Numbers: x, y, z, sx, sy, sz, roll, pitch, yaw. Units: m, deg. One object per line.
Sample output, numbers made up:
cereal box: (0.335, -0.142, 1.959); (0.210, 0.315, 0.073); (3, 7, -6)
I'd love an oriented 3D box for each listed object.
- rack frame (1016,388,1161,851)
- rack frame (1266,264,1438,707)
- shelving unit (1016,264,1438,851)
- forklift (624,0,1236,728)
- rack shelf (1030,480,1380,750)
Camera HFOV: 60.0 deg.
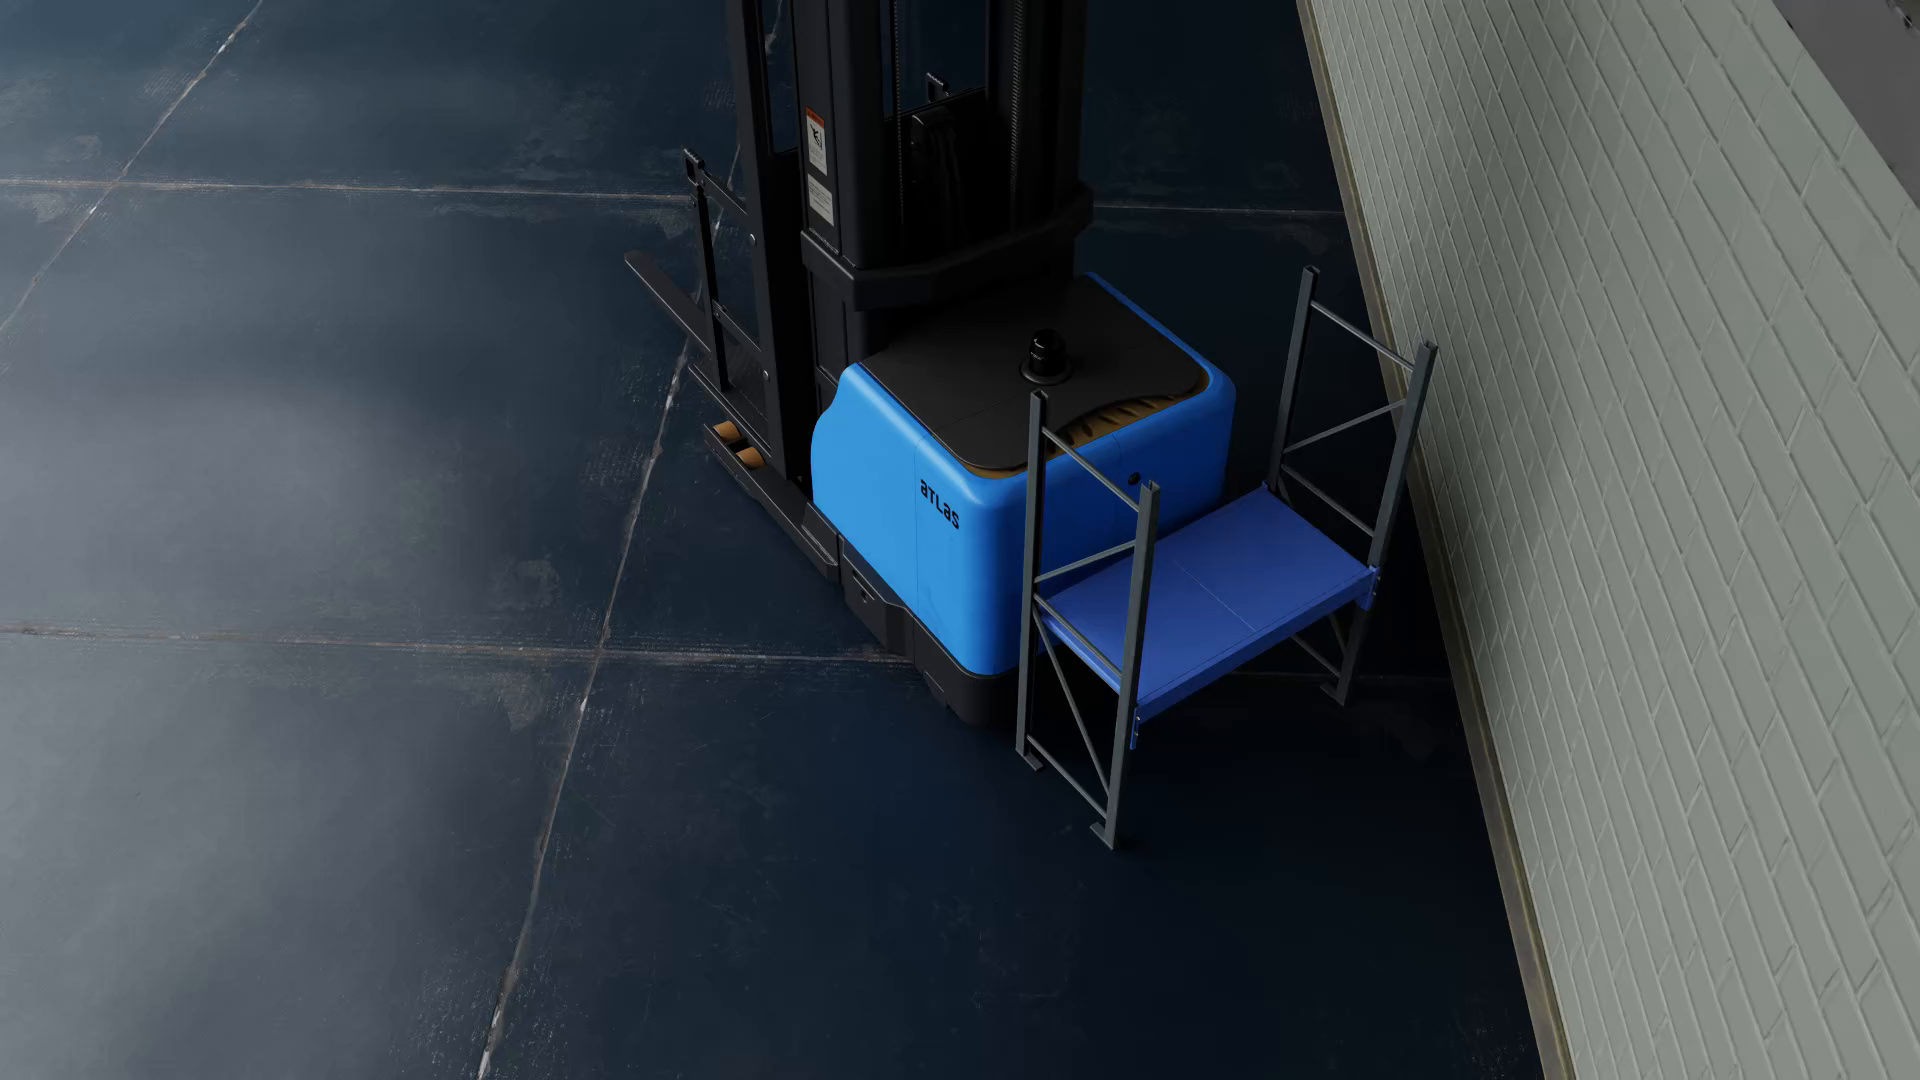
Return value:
rack frame: (0.346, 0.282, 4.845); (0.032, 1.500, 0.500); (-26, 49, -25)
rack frame: (1.169, -0.125, 5.281); (0.032, 1.500, 0.500); (-26, 49, -25)
shelving unit: (0.758, 0.079, 5.063); (1.048, 1.500, 0.538); (-26, 49, -25)
forklift: (-0.350, -1.429, 5.633); (1.130, 2.935, 3.031); (-25, 48, -24)
rack shelf: (0.757, 0.210, 5.186); (1.000, 0.185, 0.538); (-26, 49, -25)
